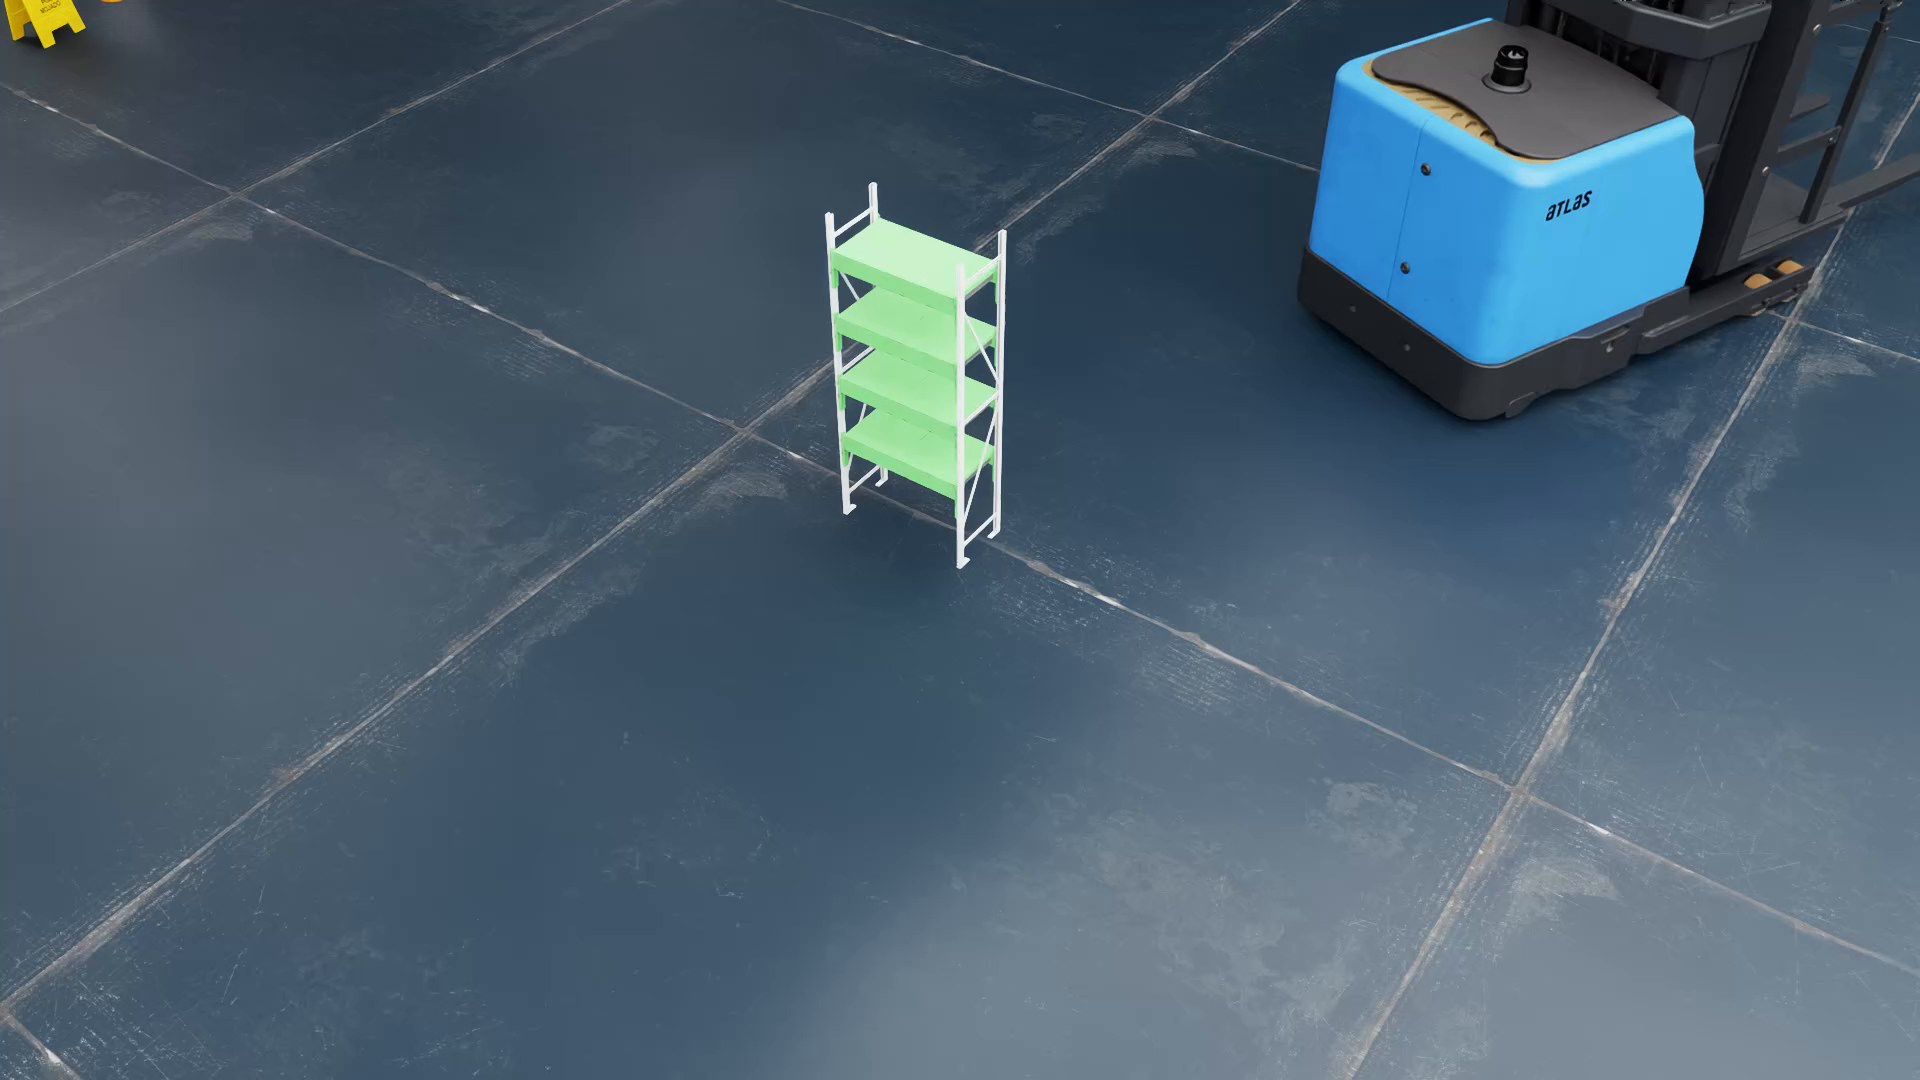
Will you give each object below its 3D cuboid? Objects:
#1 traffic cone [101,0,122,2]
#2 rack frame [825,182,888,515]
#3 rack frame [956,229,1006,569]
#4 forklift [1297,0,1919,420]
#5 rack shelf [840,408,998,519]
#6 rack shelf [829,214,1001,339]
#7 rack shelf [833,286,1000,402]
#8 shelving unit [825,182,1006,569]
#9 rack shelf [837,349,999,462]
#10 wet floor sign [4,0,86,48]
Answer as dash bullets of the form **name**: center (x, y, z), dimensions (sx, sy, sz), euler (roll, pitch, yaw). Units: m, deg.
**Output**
- **traffic cone**: center (-4.621, -3.216, 8.997), dimensions (0.334, 0.463, 0.336), euler (25, 48, 25)
- **rack frame**: center (-0.335, -0.604, 5.525), dimensions (0.015, 1.200, 0.240), euler (25, 48, 25)
- **rack frame**: center (0.064, -0.417, 5.316), dimensions (0.015, 1.200, 0.240), euler (25, 48, 25)
- **forklift**: center (2.891, -2.282, 6.102), dimensions (3.031, 2.935, 1.130), euler (-22, 46, -23)
- **rack shelf**: center (-0.136, -0.284, 5.623), dimensions (0.480, 0.148, 0.258), euler (25, 48, 25)
- **rack shelf**: center (-0.136, -0.821, 5.143), dimensions (0.480, 0.148, 0.258), euler (25, 48, 25)
- **rack shelf**: center (-0.136, -0.642, 5.303), dimensions (0.480, 0.148, 0.258), euler (25, 48, 25)
- **shelving unit**: center (-0.136, -0.511, 5.421), dimensions (0.503, 1.200, 0.258), euler (25, 48, 25)
- **rack shelf**: center (-0.136, -0.463, 5.463), dimensions (0.480, 0.148, 0.258), euler (25, 48, 25)
- **wet floor sign**: center (-4.768, -2.889, 8.495), dimensions (0.232, 0.644, 0.267), euler (17, 45, 18)
